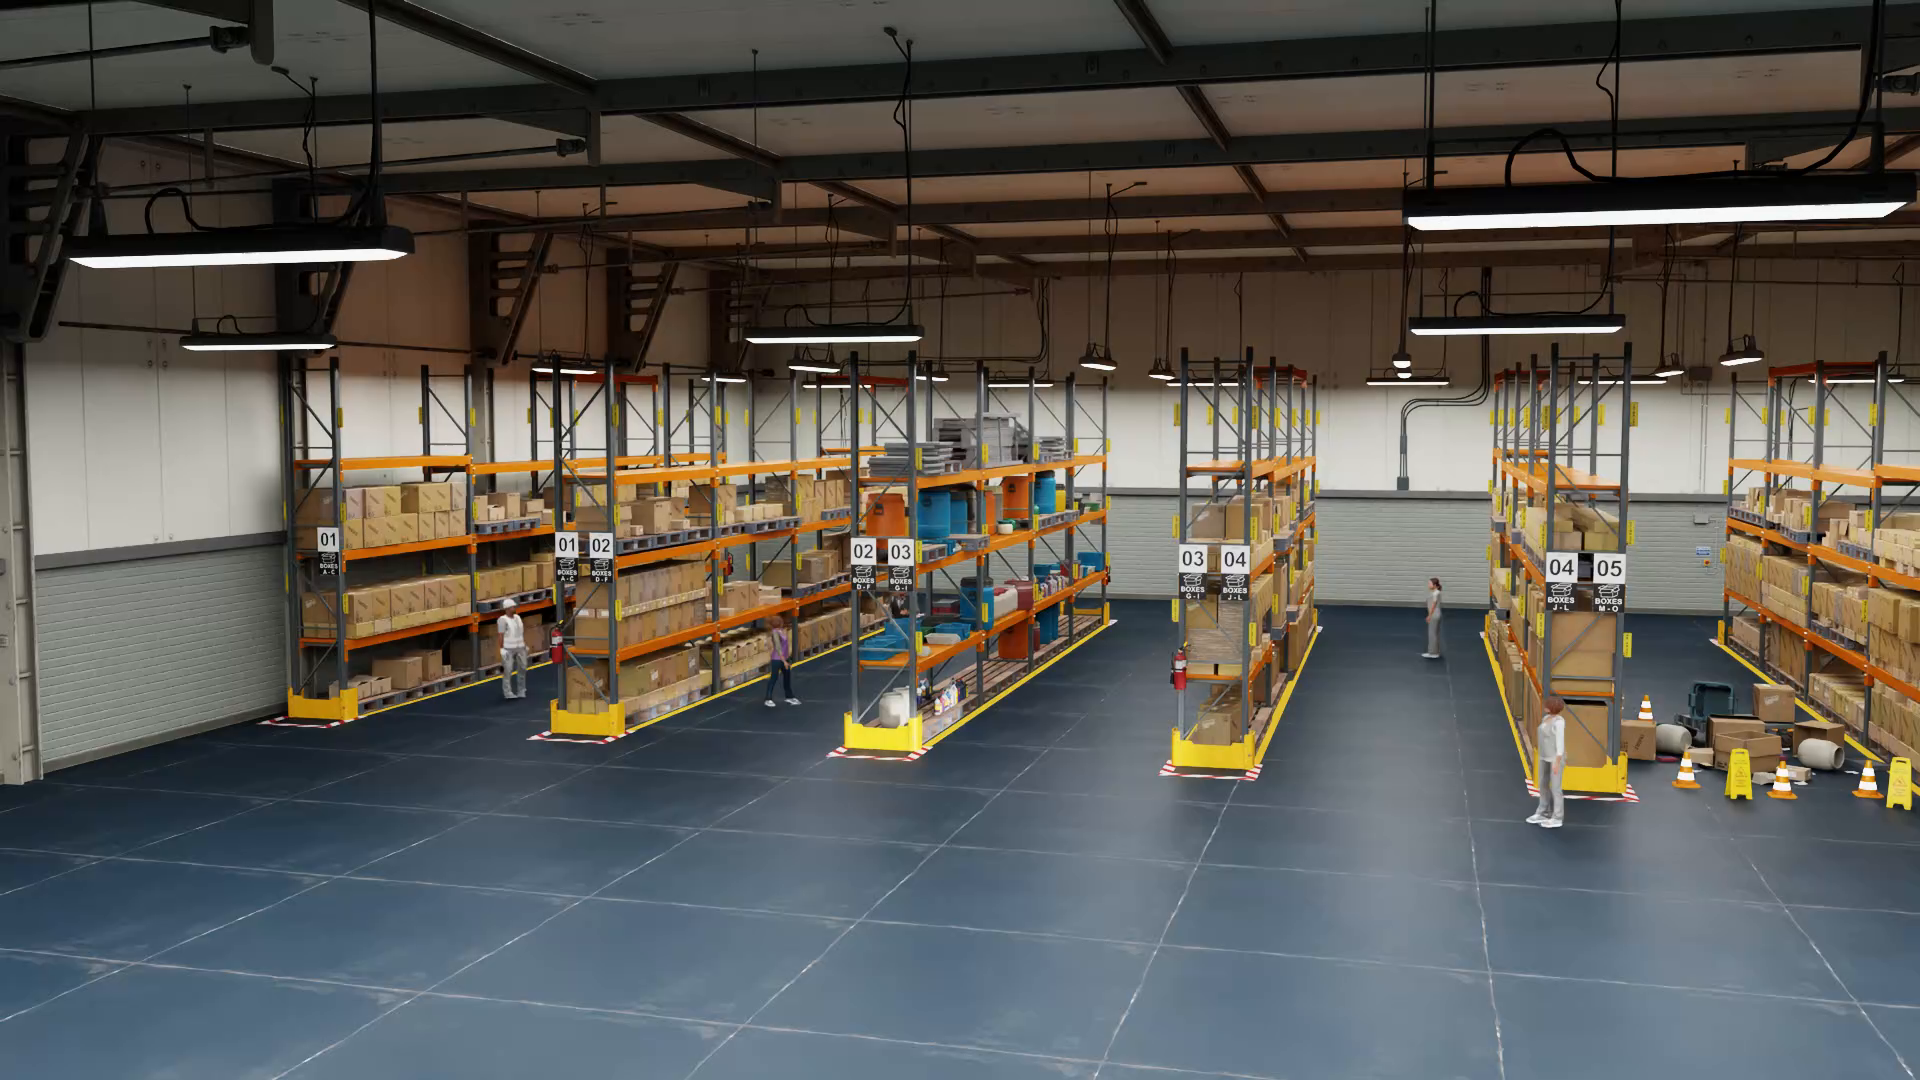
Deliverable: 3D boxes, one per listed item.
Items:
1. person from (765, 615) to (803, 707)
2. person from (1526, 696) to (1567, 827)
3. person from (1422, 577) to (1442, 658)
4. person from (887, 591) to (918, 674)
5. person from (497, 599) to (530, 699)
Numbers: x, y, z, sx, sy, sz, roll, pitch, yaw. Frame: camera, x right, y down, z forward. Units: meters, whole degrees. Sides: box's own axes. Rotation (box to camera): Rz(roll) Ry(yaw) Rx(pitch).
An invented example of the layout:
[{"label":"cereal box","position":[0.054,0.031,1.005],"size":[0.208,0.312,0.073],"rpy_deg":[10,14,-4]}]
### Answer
[{"label":"person","position":[-3.075,2.084,28.761],"size":[0.572,1.594,0.523],"rpy_deg":[2,4,21]},{"label":"person","position":[7.210,2.697,20.349],"size":[0.366,1.600,0.480],"rpy_deg":[-2,5,-22]},{"label":"person","position":[9.833,1.614,34.627],"size":[0.381,1.682,0.461],"rpy_deg":[1,4,14]},{"label":"person","position":[-1.158,1.749,32.800],"size":[0.688,1.752,0.828],"rpy_deg":[2,5,22]},{"label":"person","position":[-7.985,1.959,29.652],"size":[0.629,1.821,0.454],"rpy_deg":[-4,6,-44]}]
